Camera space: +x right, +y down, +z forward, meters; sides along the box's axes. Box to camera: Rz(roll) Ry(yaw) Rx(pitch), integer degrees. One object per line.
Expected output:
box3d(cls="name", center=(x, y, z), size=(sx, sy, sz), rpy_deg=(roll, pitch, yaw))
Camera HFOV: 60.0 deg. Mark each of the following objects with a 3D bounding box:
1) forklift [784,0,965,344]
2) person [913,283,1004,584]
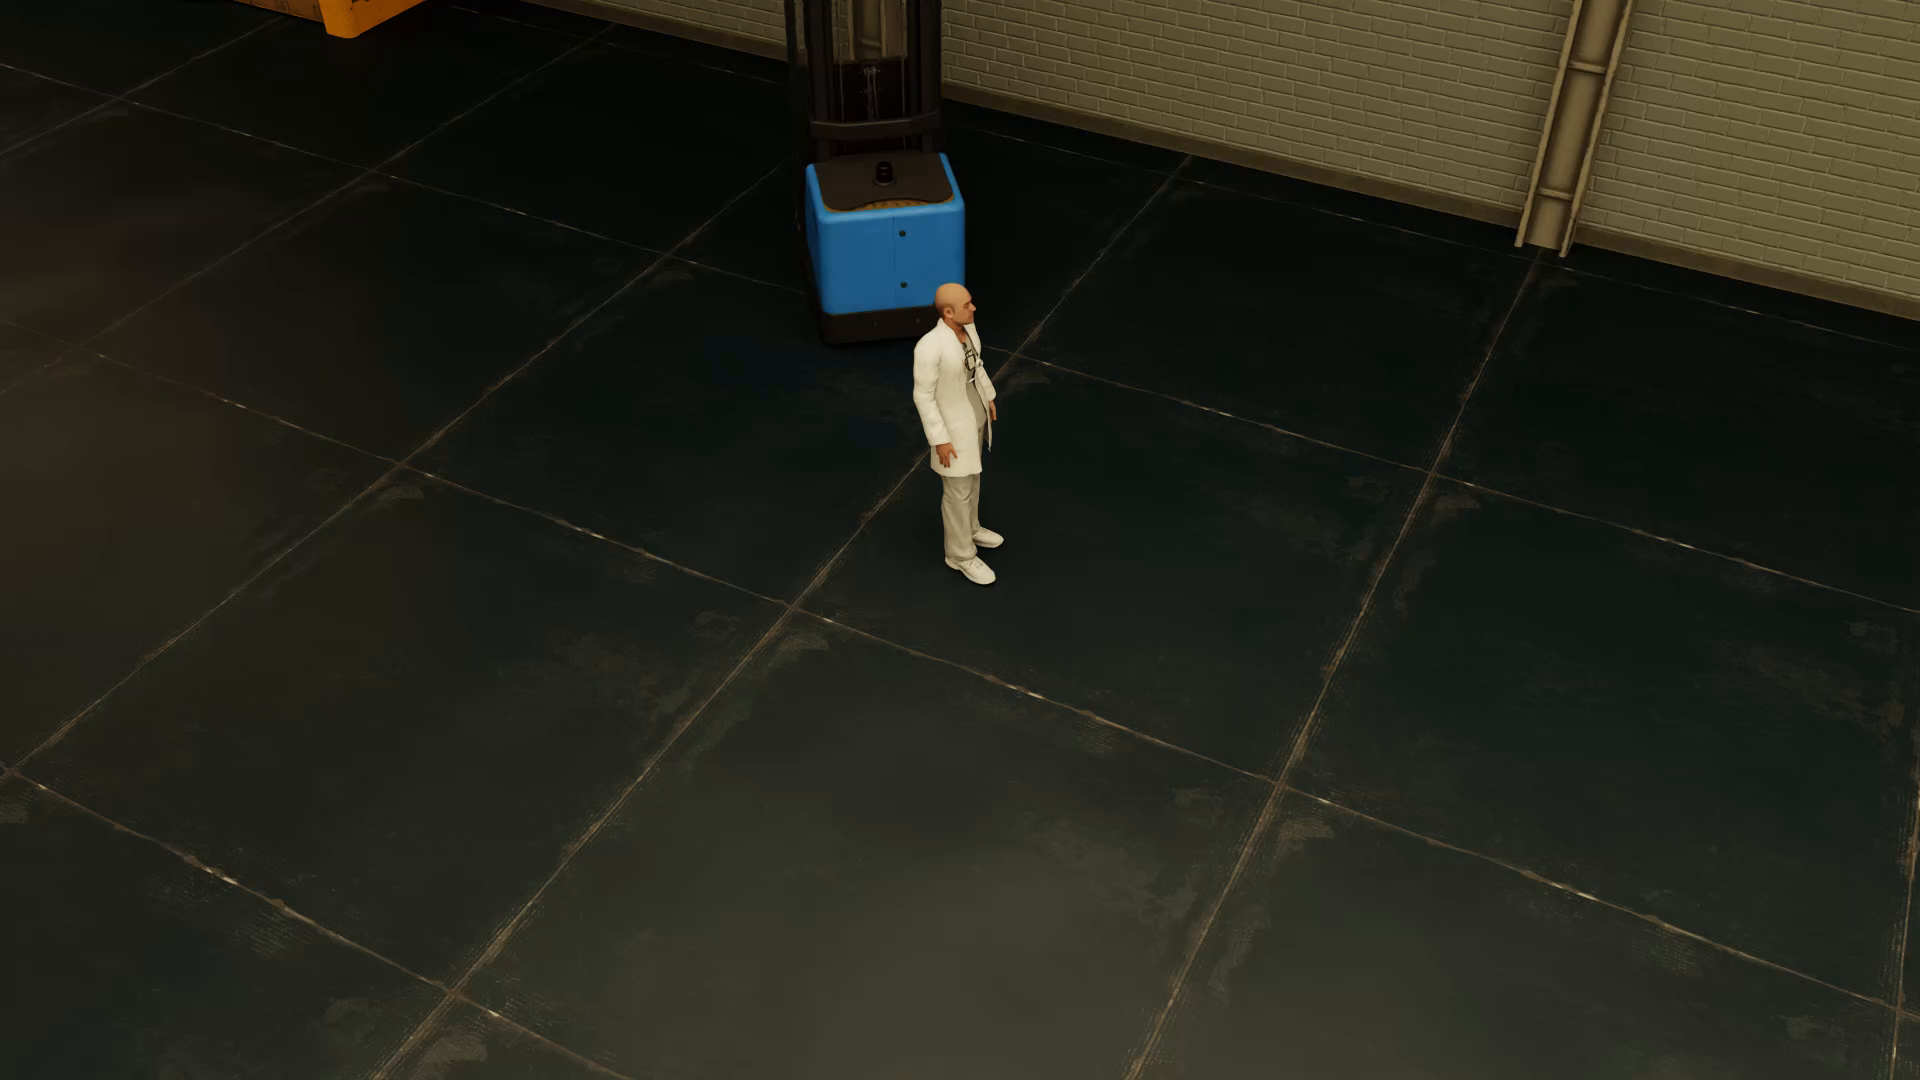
box3d(cls="forklift", center=(-0.722, -3.466, 12.102), size=(1.130, 2.935, 3.031), rpy_deg=(-7, 41, -8))
box3d(cls="person", center=(0.078, -0.651, 9.645), size=(0.575, 1.775, 0.684), rpy_deg=(18, 43, 21))
